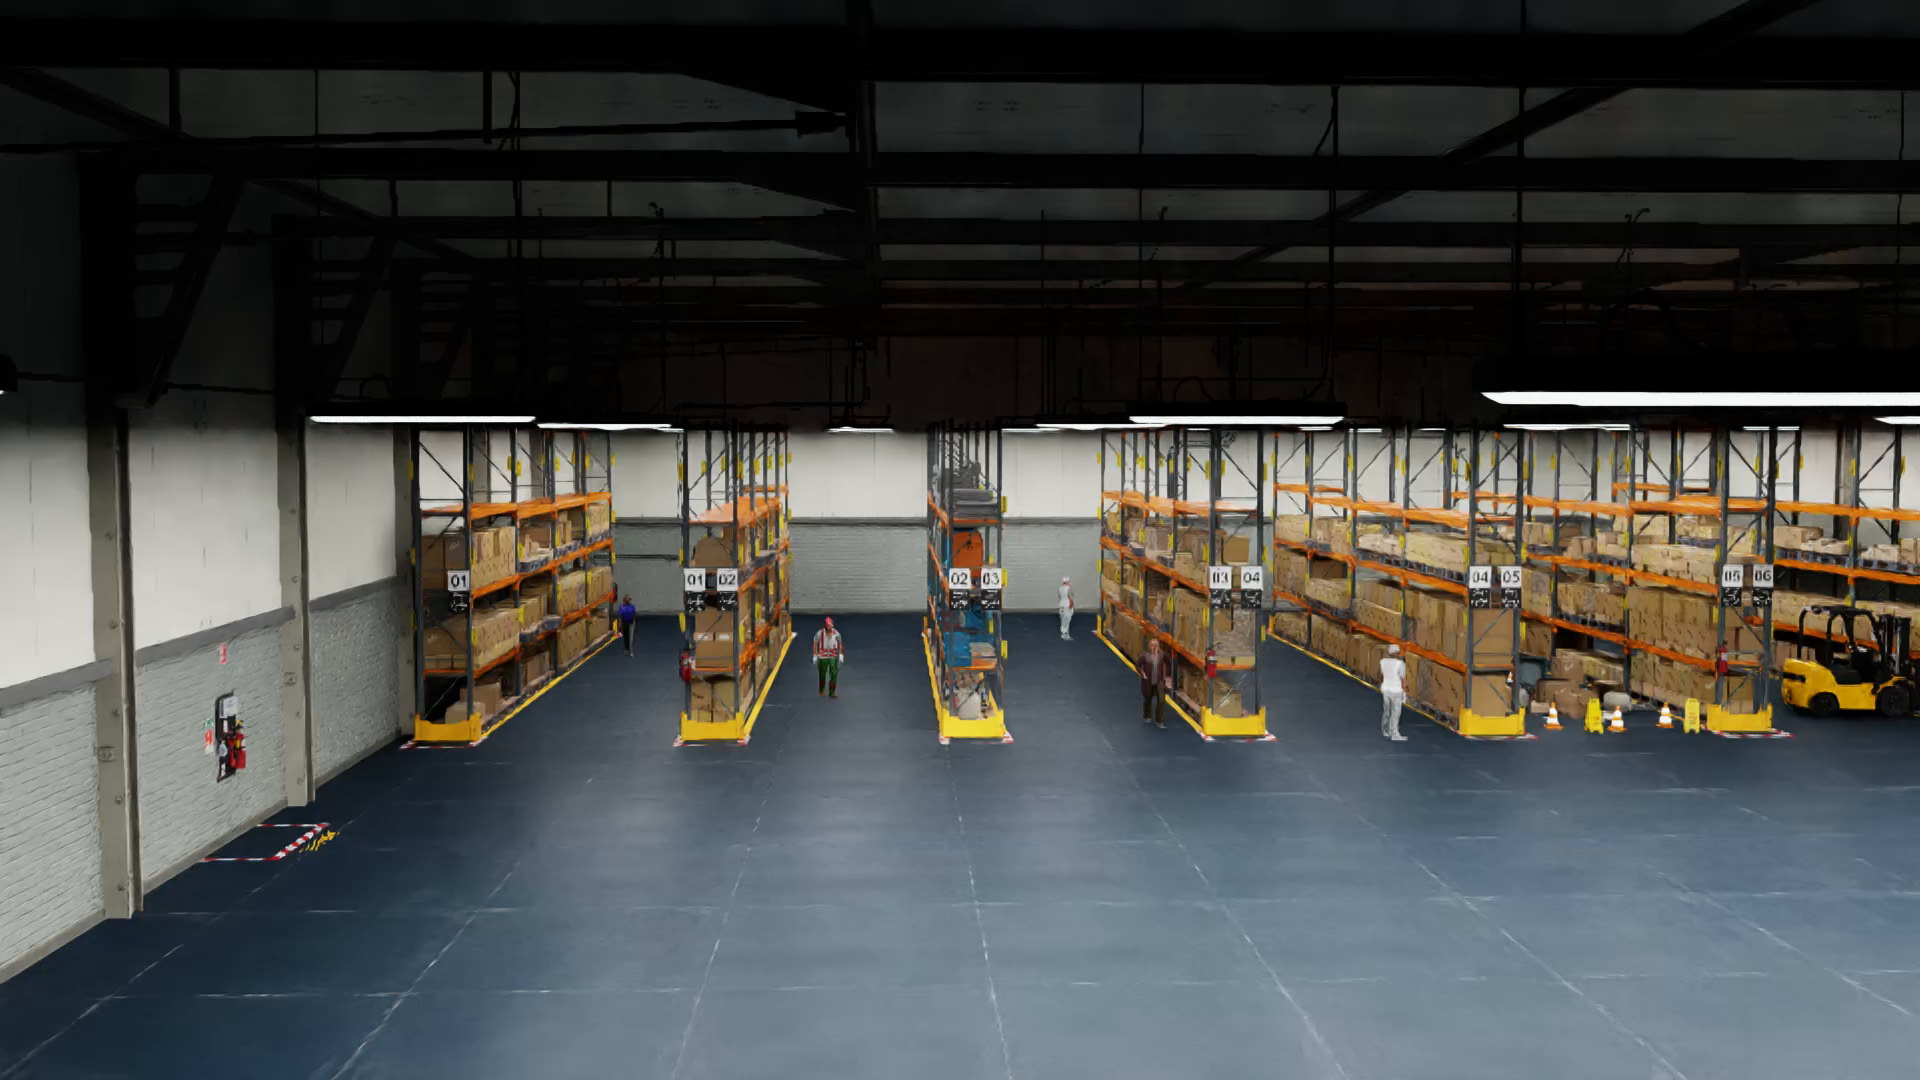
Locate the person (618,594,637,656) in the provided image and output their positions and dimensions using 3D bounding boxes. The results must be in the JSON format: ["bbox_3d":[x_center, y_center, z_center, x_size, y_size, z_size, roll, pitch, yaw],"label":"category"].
[{"bbox_3d":[-8.581,2.172,42.880,0.451,1.572,1.088,0,4,-4],"label":"person"}]

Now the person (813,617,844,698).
[{"bbox_3d":[-2.873,2.532,36.198,0.689,1.754,0.699,-1,4,-10],"label":"person"}]

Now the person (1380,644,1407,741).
[{"bbox_3d":[8.121,2.824,31.066,0.456,1.786,0.620,-2,4,-33],"label":"person"}]

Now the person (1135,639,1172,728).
[{"bbox_3d":[3.797,2.872,32.585,0.736,1.525,0.903,0,4,2],"label":"person"}]

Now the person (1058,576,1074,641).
[{"bbox_3d":[2.959,1.877,45.845,0.446,1.789,0.605,-2,4,-32],"label":"person"}]
